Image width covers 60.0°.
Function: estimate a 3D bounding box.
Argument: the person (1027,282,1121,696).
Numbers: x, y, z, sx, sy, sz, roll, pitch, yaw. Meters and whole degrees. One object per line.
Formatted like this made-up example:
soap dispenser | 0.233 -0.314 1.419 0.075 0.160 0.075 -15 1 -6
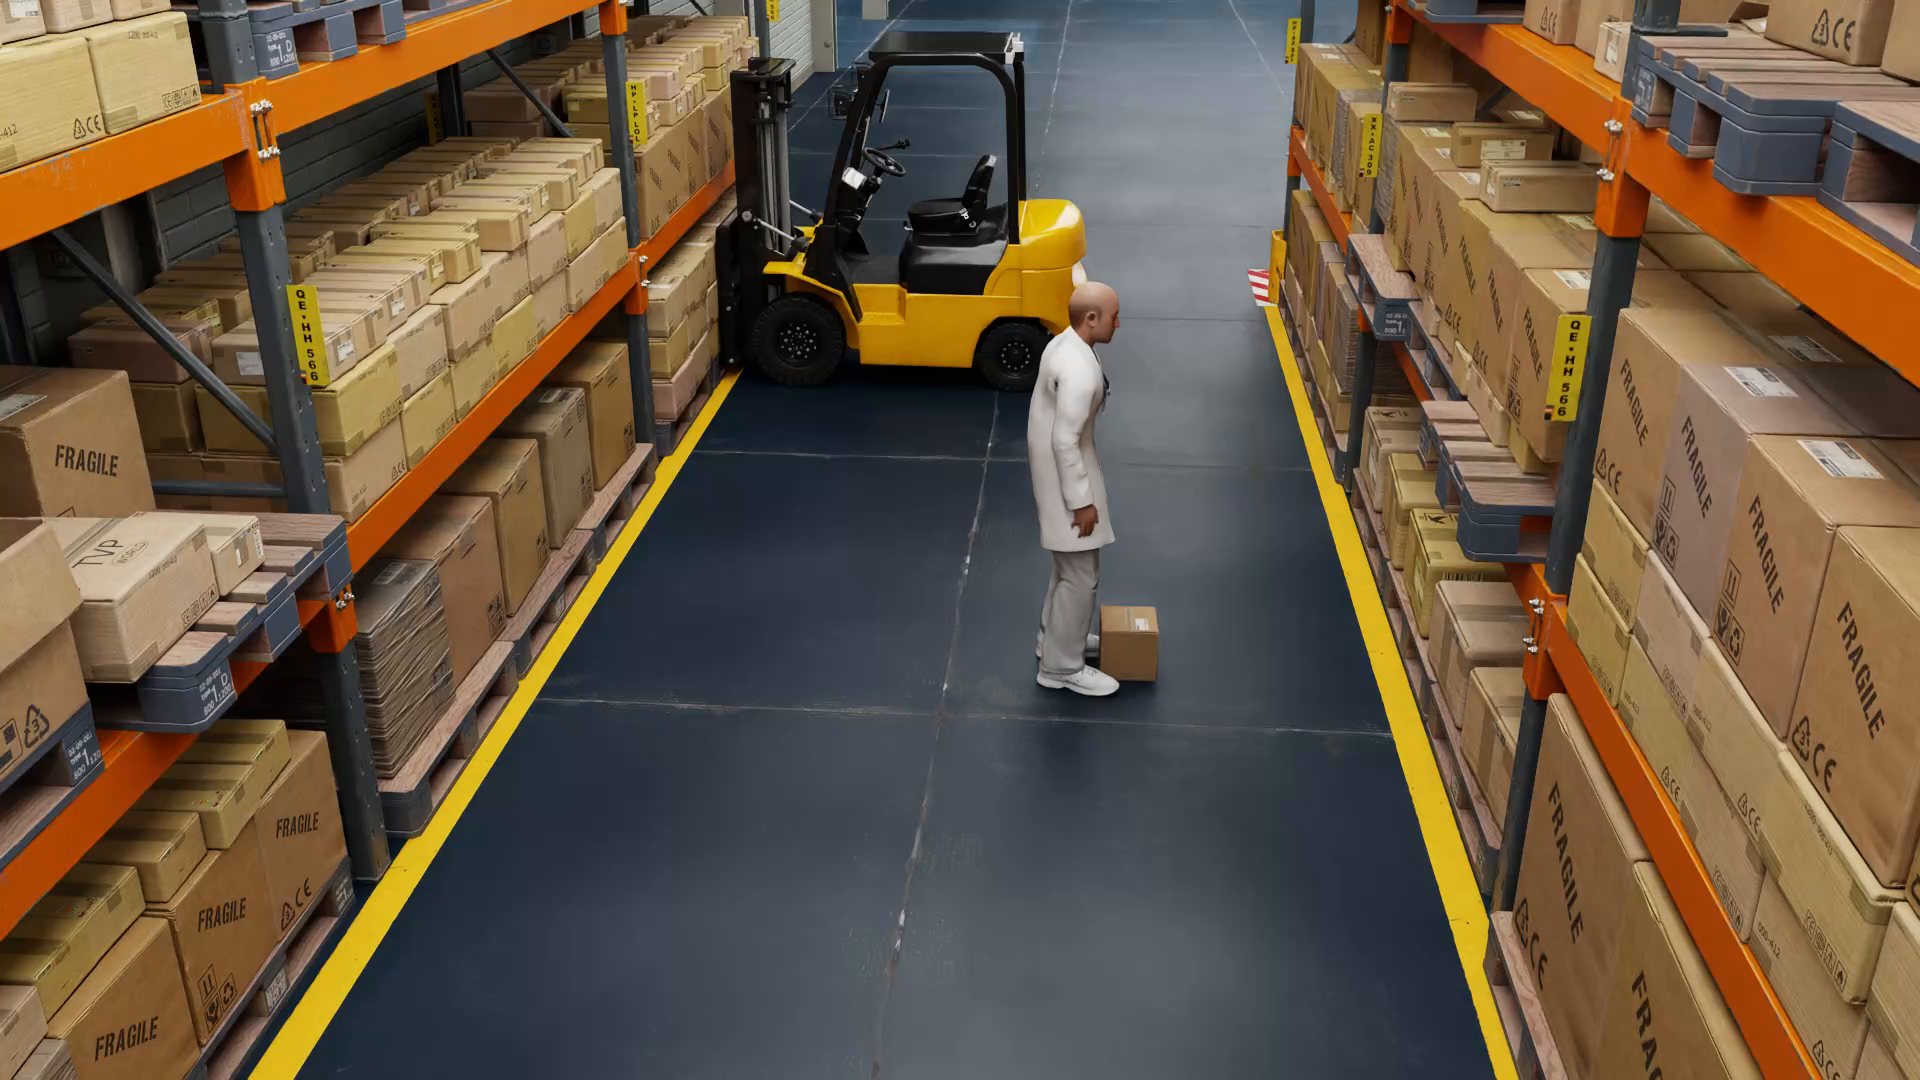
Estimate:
person | 0.499 -0.238 7.155 0.428 1.772 0.640 1 24 2
